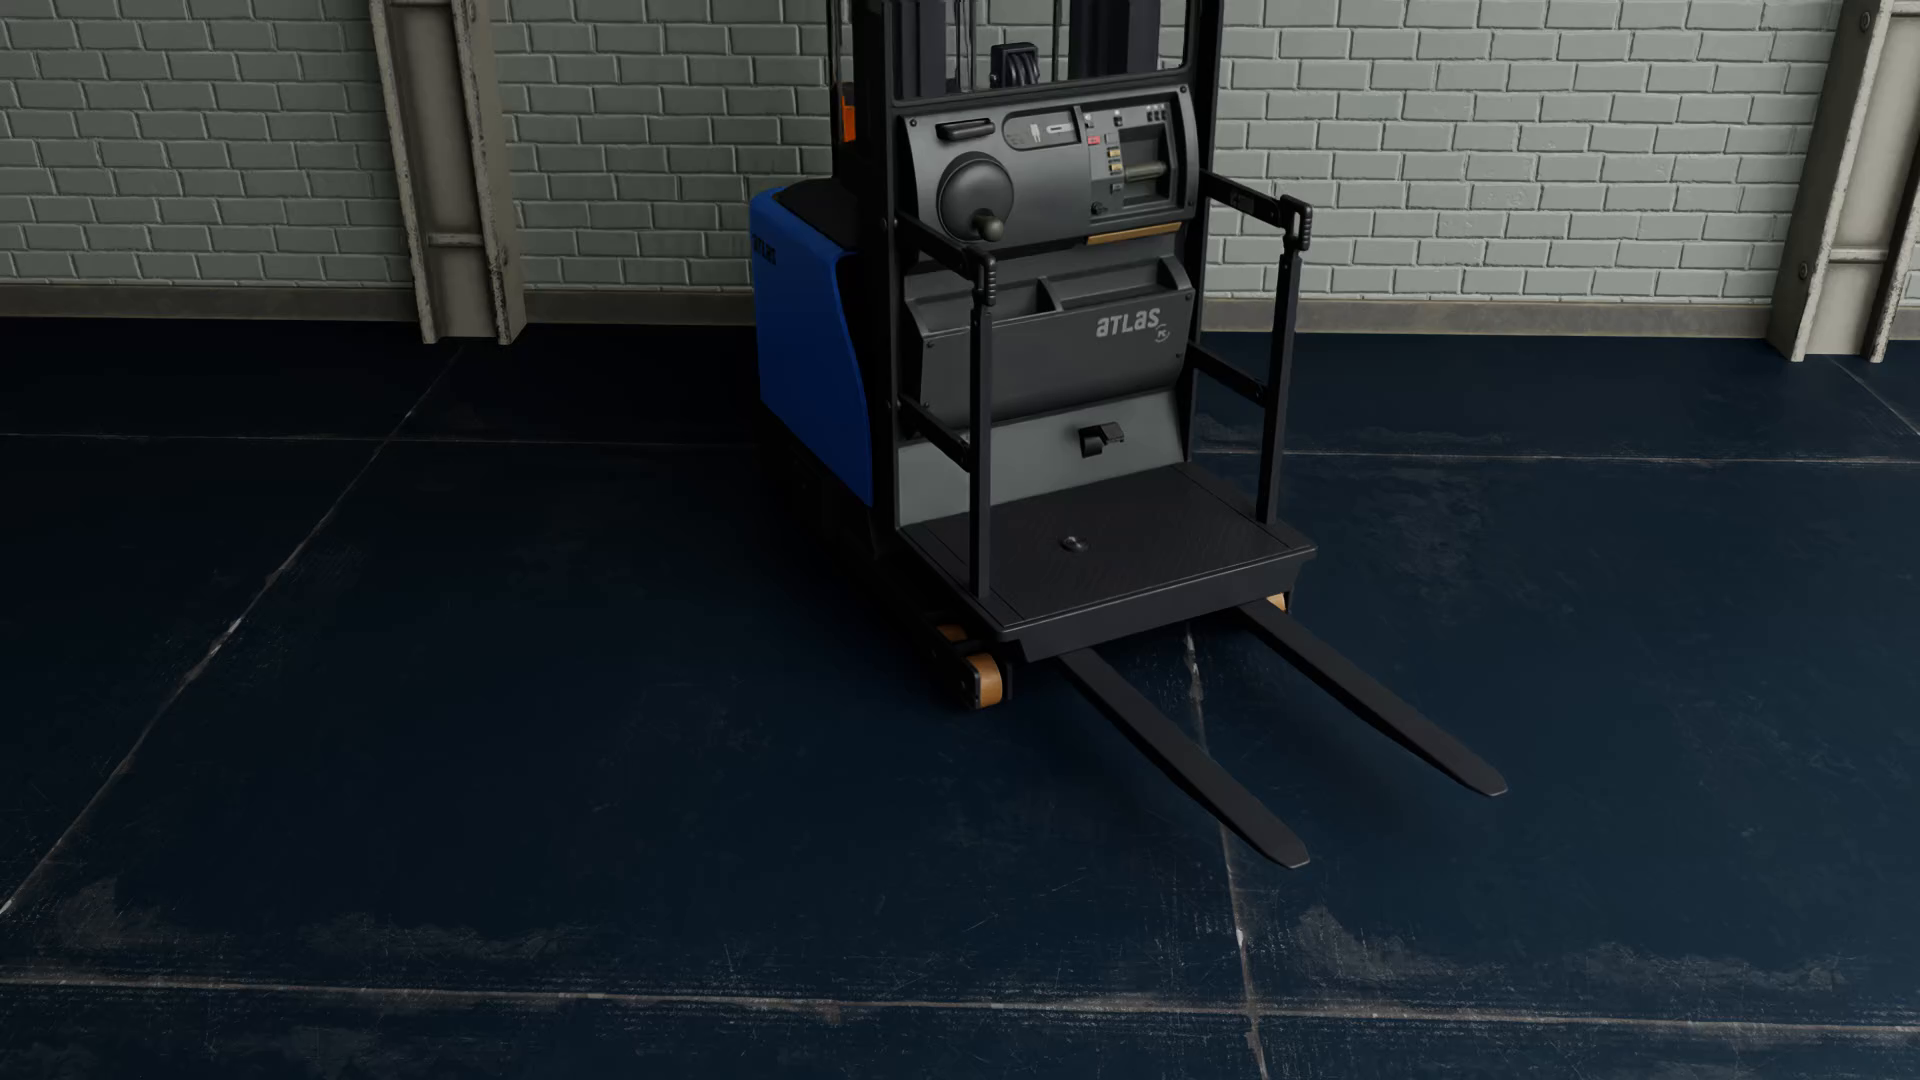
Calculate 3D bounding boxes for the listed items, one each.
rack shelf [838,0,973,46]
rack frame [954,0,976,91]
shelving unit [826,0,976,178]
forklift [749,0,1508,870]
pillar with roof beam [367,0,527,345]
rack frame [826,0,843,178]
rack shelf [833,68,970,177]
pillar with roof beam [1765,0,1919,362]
[{"bbox_3d":[-0.224,-2.100,6.001,0.480,0.518,0.431,-5,28,-8],"label":"rack shelf"},{"bbox_3d":[0.020,-1.513,6.357,0.015,2.100,0.400,-5,28,-8],"label":"rack frame"},{"bbox_3d":[-0.221,-1.494,6.323,0.503,2.100,0.431,-5,28,-8],"label":"shelving unit"},{"bbox_3d":[0.374,-1.041,4.585,1.130,2.935,3.031,-13,31,-24],"label":"forklift"},{"bbox_3d":[-2.343,-2.905,1.623,0.400,9.000,9.100,1,28,2],"label":"pillar with roof beam"},{"bbox_3d":[-0.462,-1.475,6.290,0.015,2.100,0.400,-5,28,-8],"label":"rack frame"},{"bbox_3d":[-0.221,-1.482,6.329,0.480,0.518,0.431,-5,28,-8],"label":"rack shelf"},{"bbox_3d":[3.654,-2.806,1.435,0.400,9.000,9.100,1,28,2],"label":"pillar with roof beam"}]
